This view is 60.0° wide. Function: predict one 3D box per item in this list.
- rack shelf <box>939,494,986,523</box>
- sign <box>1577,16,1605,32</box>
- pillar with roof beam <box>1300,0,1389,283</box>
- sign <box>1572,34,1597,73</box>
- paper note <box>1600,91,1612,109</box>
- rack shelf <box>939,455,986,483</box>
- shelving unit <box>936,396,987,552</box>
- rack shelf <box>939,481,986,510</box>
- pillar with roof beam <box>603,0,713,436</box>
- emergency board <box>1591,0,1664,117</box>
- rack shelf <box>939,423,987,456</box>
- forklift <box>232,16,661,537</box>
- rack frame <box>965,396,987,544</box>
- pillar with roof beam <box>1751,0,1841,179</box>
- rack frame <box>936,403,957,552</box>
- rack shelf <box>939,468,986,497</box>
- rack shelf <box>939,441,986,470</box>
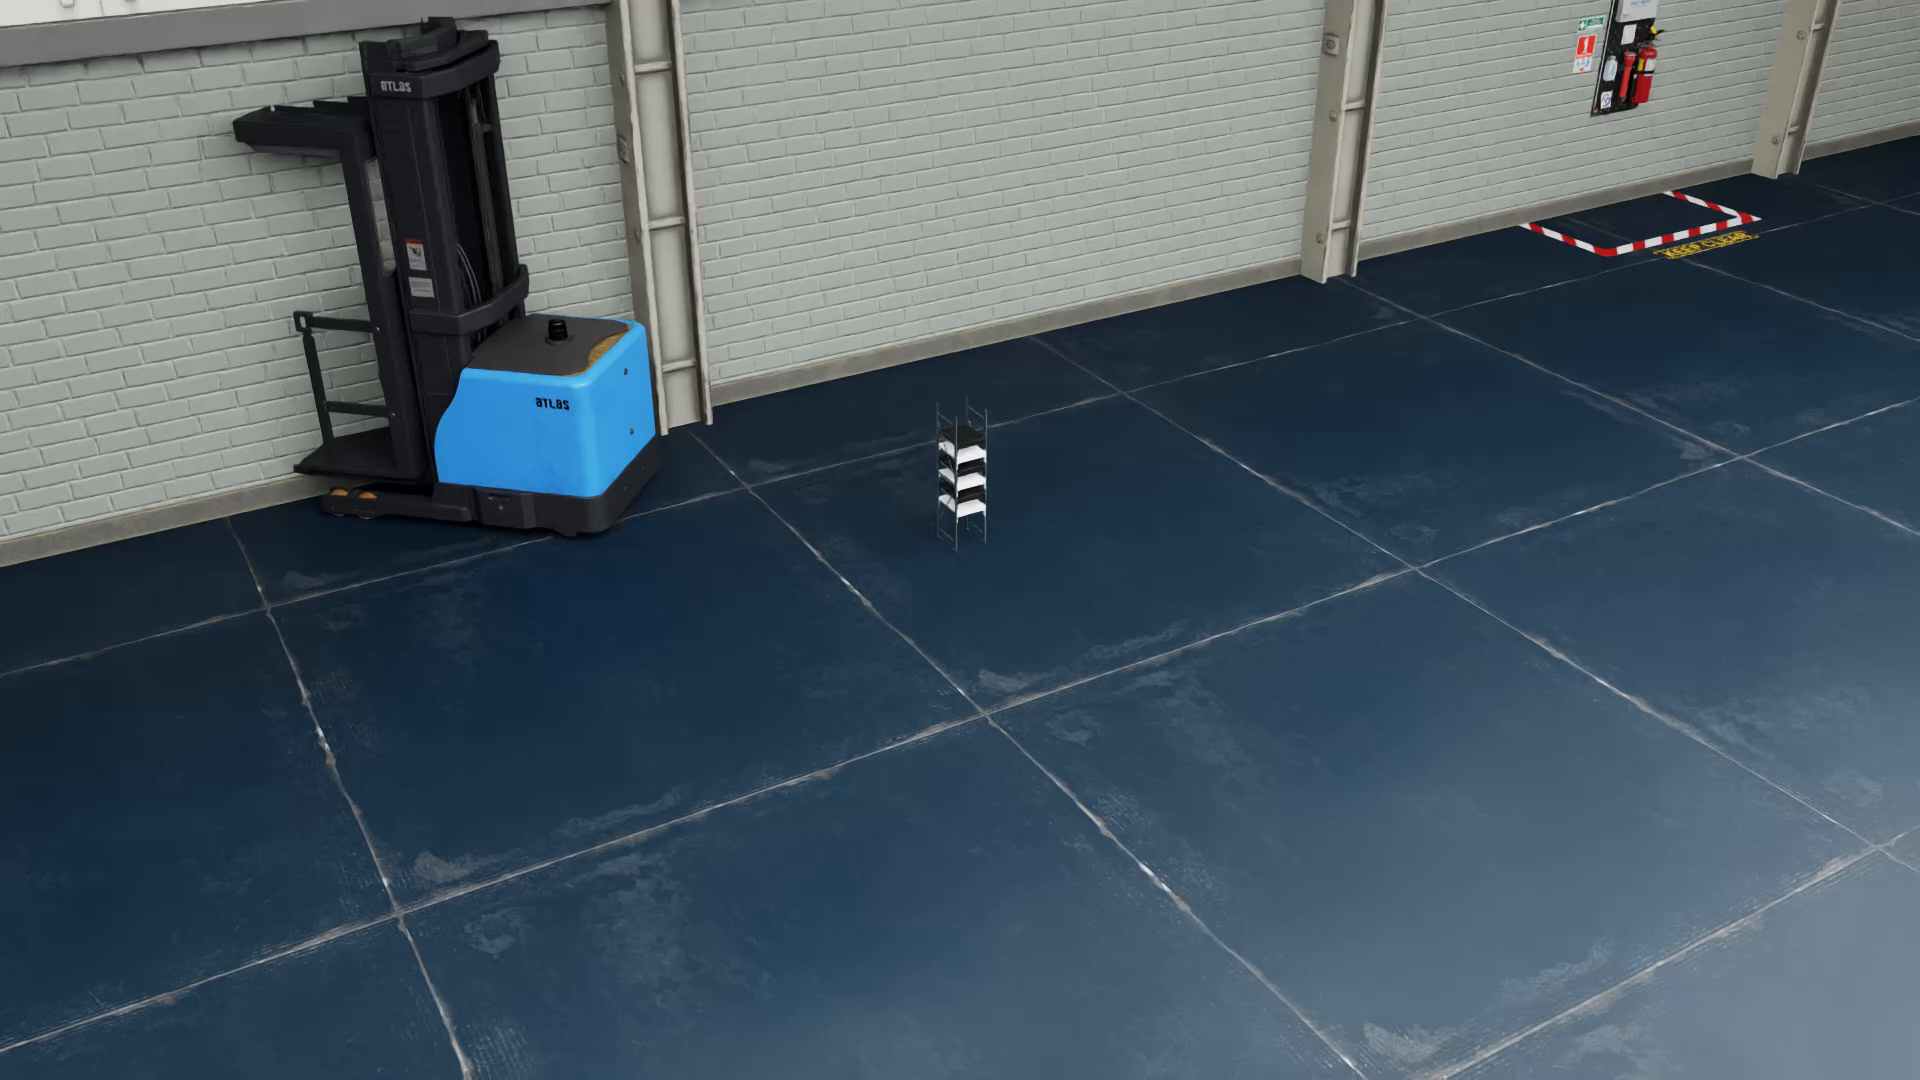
[{"bbox_3d":[0.007,-0.209,10.139,0.200,0.077,0.258,-16,33,-26],"label":"rack shelf"},{"bbox_3d":[5.688,-4.652,14.989,0.331,0.109,0.001,-16,33,-26],"label":"sign"},{"bbox_3d":[5.366,-4.452,9.005,0.400,9.000,9.100,-16,33,-26],"label":"pillar with roof beam"},{"bbox_3d":[5.679,-4.422,15.122,0.234,0.329,0.001,-16,33,-26],"label":"sign"},{"bbox_3d":[6.021,-4.099,15.484,0.142,0.148,0.016,-16,33,-26],"label":"paper note"},{"bbox_3d":[0.007,-0.446,10.009,0.200,0.077,0.258,-16,33,-26],"label":"rack shelf"},{"bbox_3d":[0.007,-0.396,10.036,0.210,0.900,0.258,-16,33,-26],"label":"shelving unit"},{"bbox_3d":[0.007,-0.288,10.096,0.200,0.077,0.258,-16,33,-26],"label":"rack shelf"},{"bbox_3d":[0.193,-2.984,6.343,0.400,9.000,9.100,-16,33,-26],"label":"pillar with roof beam"},{"bbox_3d":[6.208,-4.499,15.298,0.643,1.169,0.194,-16,33,-26],"label":"emergency board"},{"bbox_3d":[0.007,-0.603,9.922,0.200,0.077,0.258,-16,33,-26],"label":"rack shelf"},{"bbox_3d":[-3.547,-1.657,10.219,3.031,2.935,1.130,6,29,11],"label":"forklift"},{"bbox_3d":[0.095,-0.421,10.081,0.006,0.900,0.240,-16,33,-26],"label":"rack frame"},{"bbox_3d":[10.539,-5.921,11.666,0.400,9.000,9.100,-16,33,-26],"label":"pillar with roof beam"},{"bbox_3d":[-0.081,-0.371,9.991,0.006,0.900,0.240,-16,33,-26],"label":"rack frame"},{"bbox_3d":[0.007,-0.367,10.052,0.200,0.077,0.258,-16,33,-26],"label":"rack shelf"},{"bbox_3d":[0.007,-0.524,9.965,0.200,0.077,0.258,-16,33,-26],"label":"rack shelf"}]
